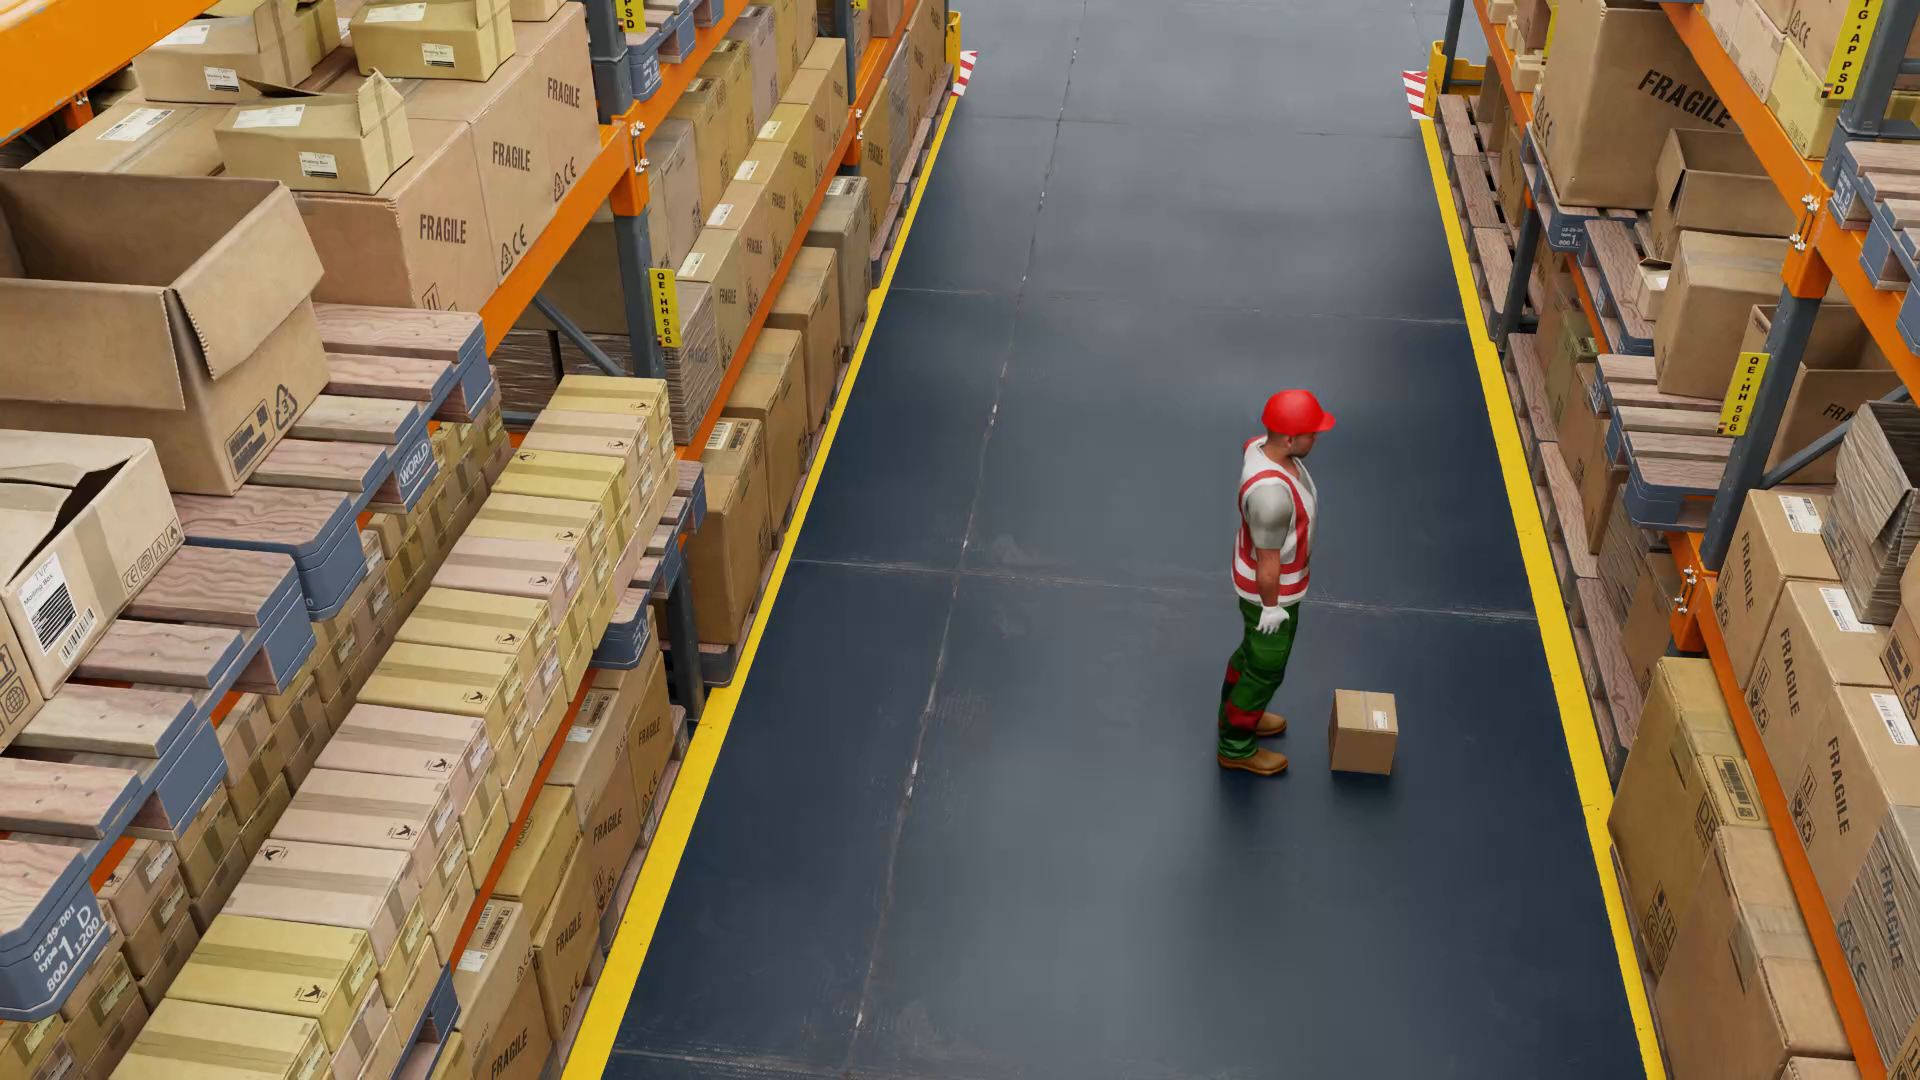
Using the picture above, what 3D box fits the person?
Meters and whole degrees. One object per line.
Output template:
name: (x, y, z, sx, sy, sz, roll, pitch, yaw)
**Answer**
person: (1.266, 0.165, 6.797, 0.346, 1.780, 0.527, 5, 36, 7)
